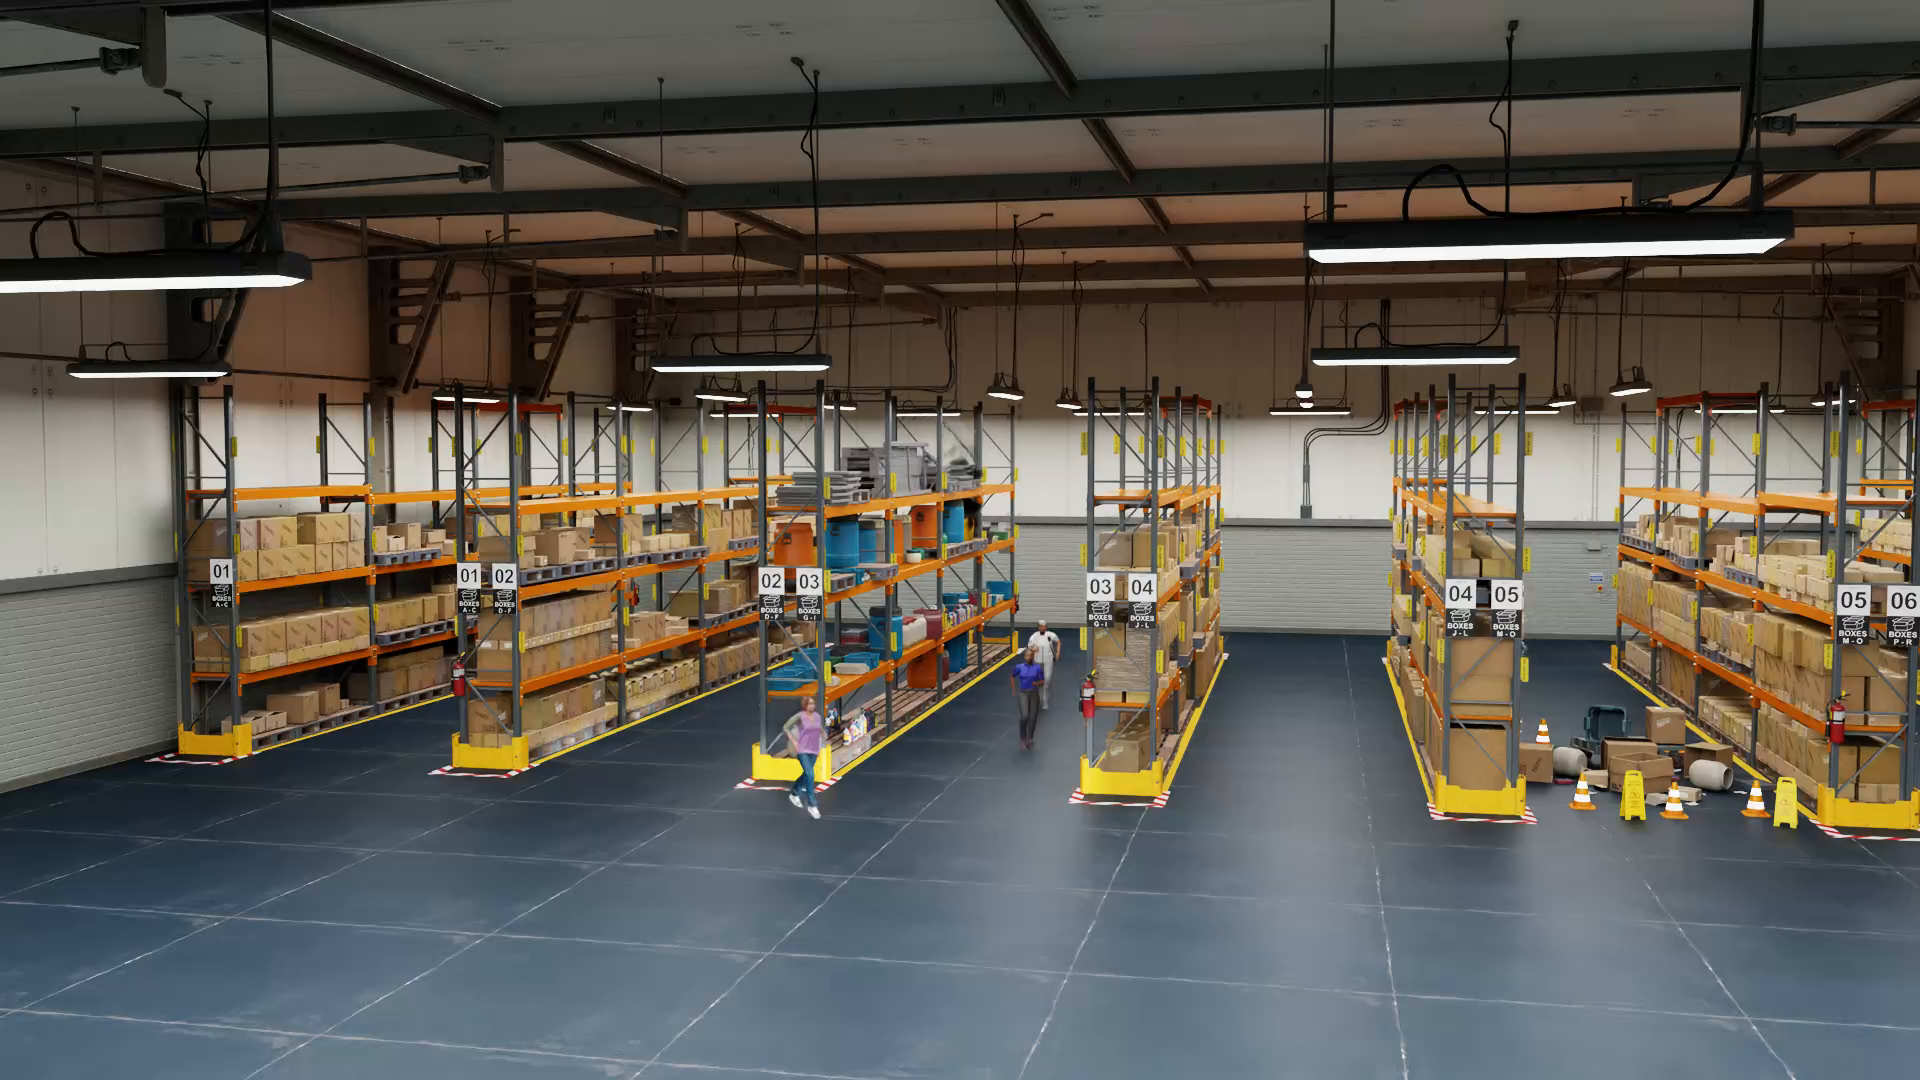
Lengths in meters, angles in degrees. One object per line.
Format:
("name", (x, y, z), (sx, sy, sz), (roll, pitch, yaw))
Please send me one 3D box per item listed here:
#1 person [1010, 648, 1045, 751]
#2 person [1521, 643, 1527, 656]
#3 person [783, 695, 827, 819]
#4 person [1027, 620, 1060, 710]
("person", (1.131, 2.650, 27.530), (0.542, 1.674, 0.698), (0, 3, -7))
("person", (12.936, 1.954, 38.986), (0.667, 1.735, 0.685), (0, 3, 8))
("person", (-2.094, 2.930, 22.670), (0.527, 1.638, 0.766), (-3, 4, -44))
("person", (1.620, 2.382, 32.095), (0.612, 1.709, 0.896), (1, 3, 10))
